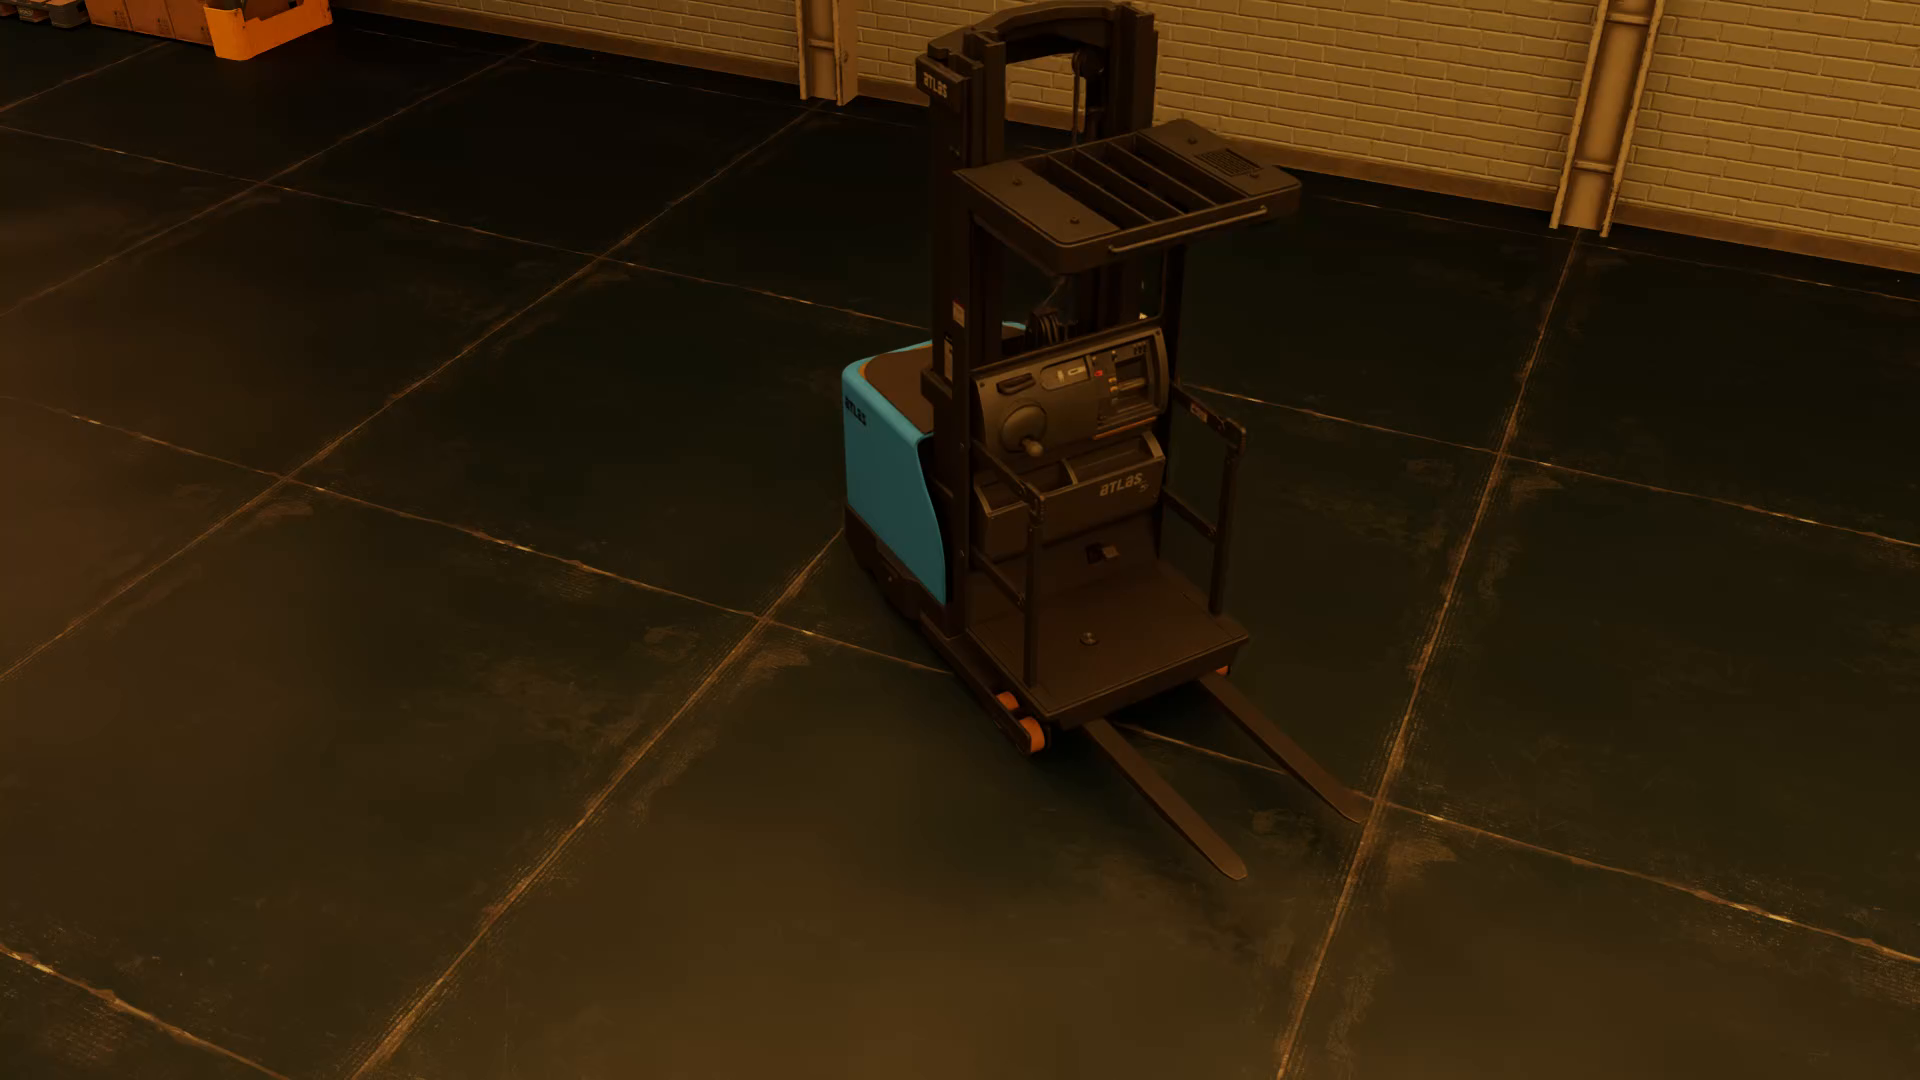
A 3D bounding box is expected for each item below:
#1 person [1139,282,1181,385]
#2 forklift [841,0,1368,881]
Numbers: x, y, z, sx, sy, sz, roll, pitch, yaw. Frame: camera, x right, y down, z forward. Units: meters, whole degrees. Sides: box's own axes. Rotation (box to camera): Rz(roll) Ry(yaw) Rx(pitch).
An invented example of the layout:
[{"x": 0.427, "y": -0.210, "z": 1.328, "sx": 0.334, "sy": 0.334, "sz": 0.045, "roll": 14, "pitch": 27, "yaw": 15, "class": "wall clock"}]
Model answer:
[{"x": 0.673, "y": -0.550, "z": 8.218, "sx": 0.720, "sy": 1.471, "sz": 0.832, "roll": 11, "pitch": 37, "yaw": 15, "class": "person"}, {"x": 0.592, "y": -0.560, "z": 6.871, "sx": 1.130, "sy": 2.935, "sz": 3.031, "roll": -19, "pitch": 40, "yaw": -24, "class": "forklift"}]
